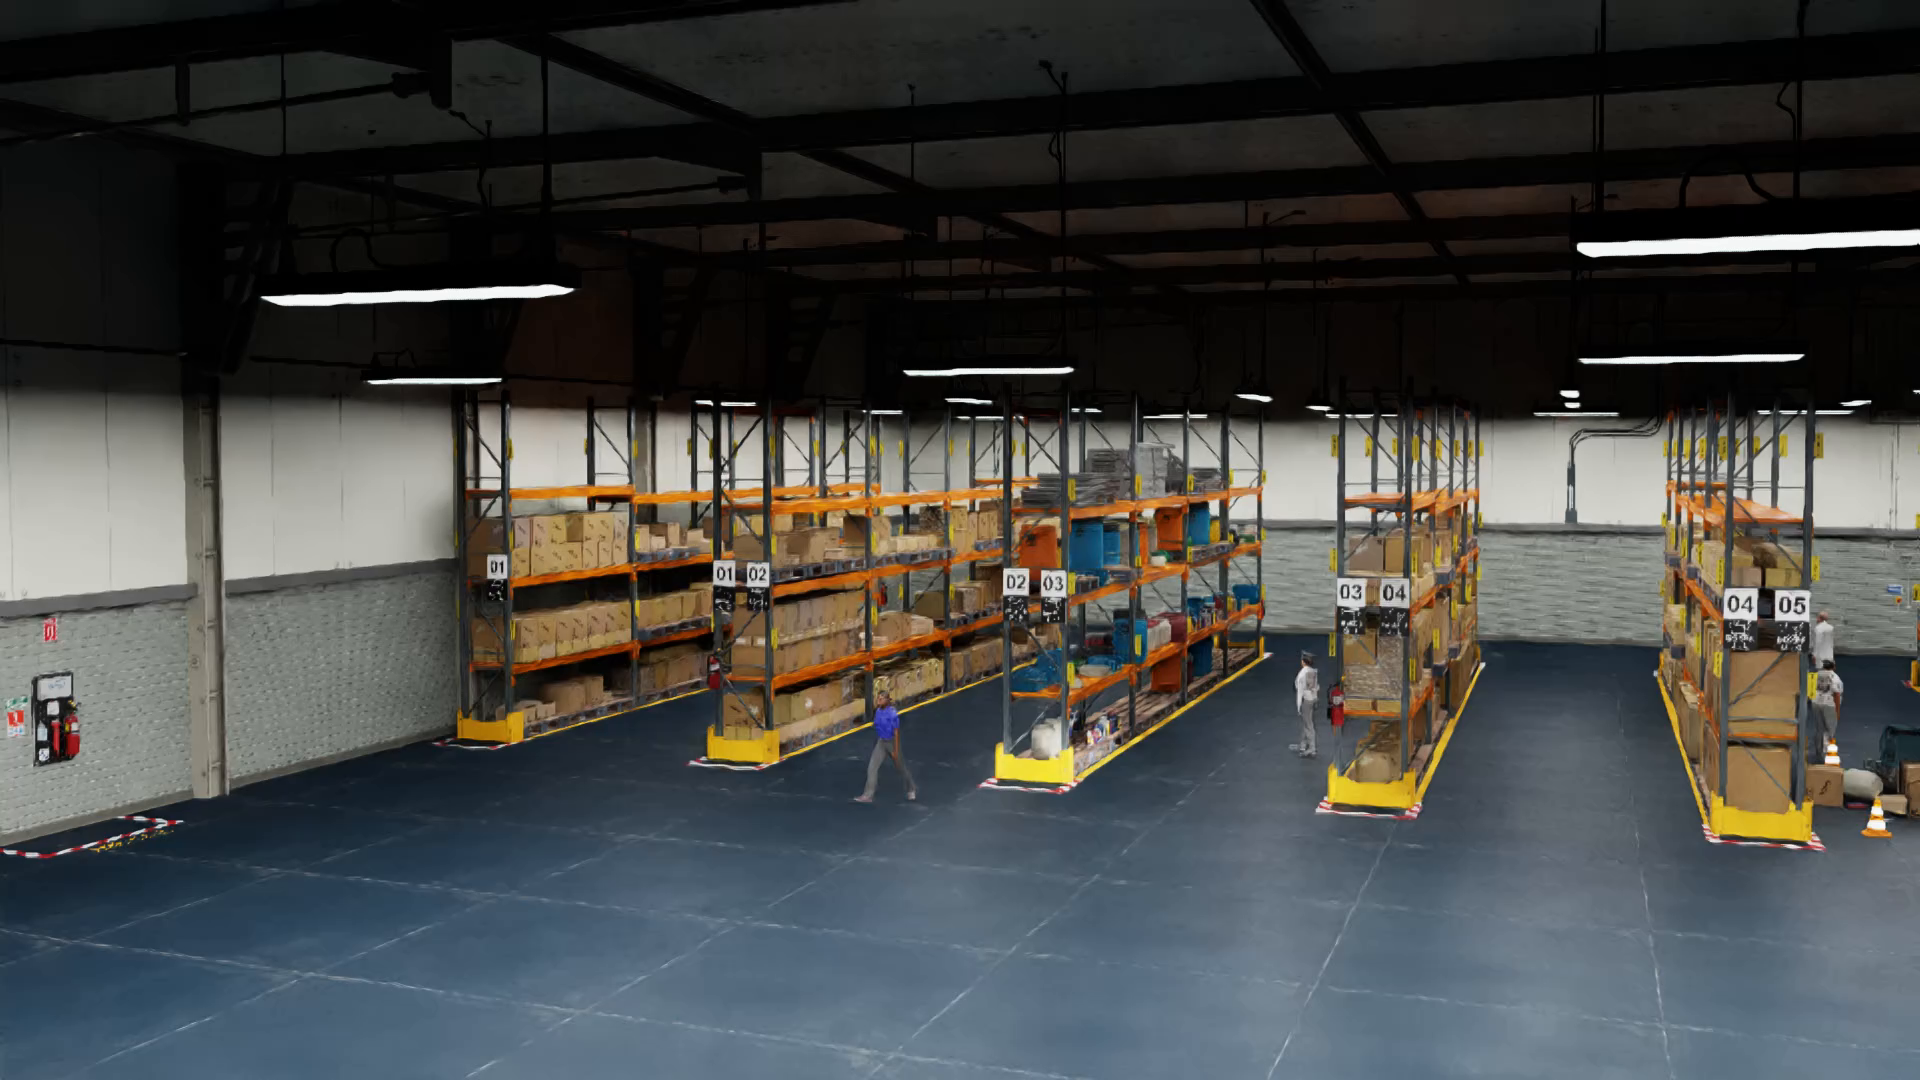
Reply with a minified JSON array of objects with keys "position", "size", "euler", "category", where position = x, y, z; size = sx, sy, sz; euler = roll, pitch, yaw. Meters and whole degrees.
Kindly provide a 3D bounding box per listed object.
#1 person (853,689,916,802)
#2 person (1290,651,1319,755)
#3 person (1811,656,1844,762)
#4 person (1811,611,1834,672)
[{"position":[-1.030,2.903,23.498],"size":[0.492,1.602,0.935],"euler":[3,4,45],"category":"person"},{"position":[5.656,2.654,27.291],"size":[0.596,1.665,0.664],"euler":[2,4,38],"category":"person"},{"position":[13.937,2.691,26.684],"size":[0.449,1.668,0.530],"euler":[-1,3,-11],"category":"person"},{"position":[17.026,2.283,32.913],"size":[0.647,1.773,0.691],"euler":[3,4,44],"category":"person"}]
